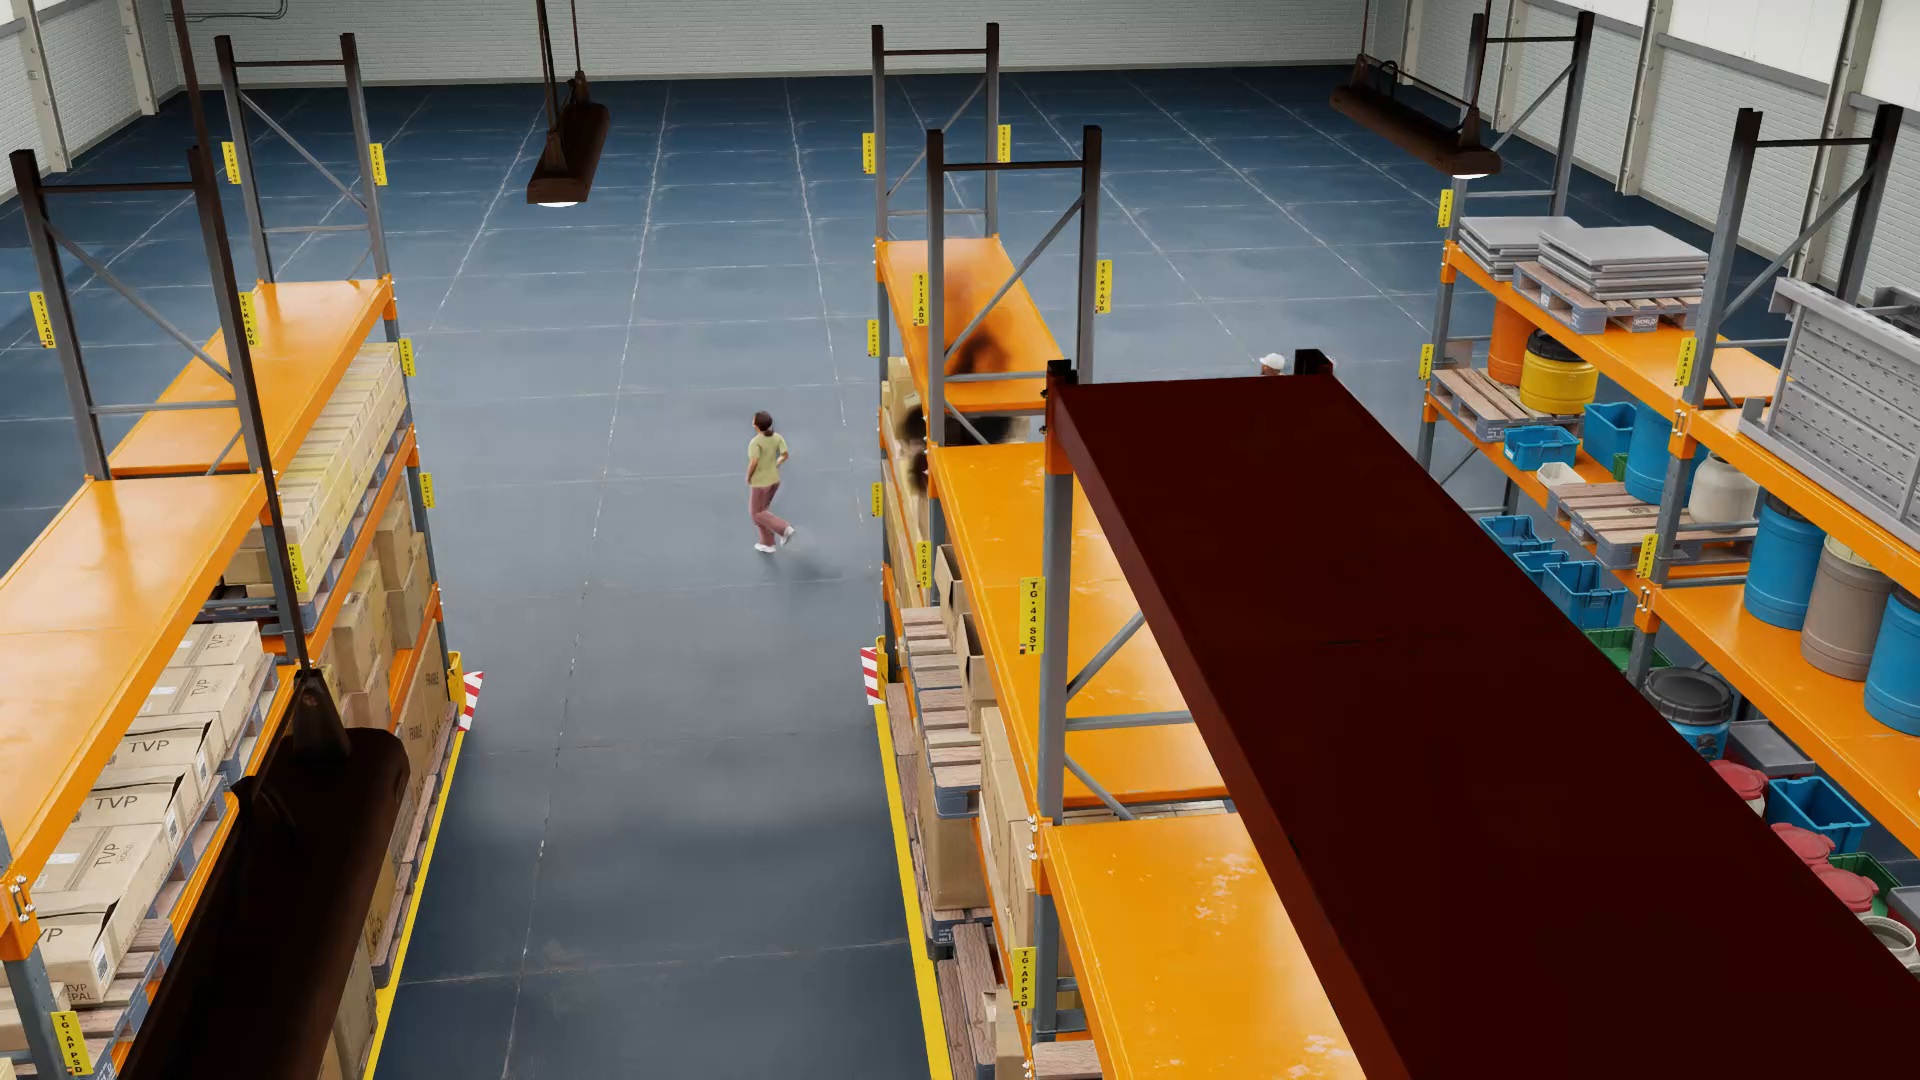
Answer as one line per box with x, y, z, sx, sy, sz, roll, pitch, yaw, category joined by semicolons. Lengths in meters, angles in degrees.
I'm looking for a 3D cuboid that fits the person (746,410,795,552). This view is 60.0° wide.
-2.022;-0.496;17.871;0.642;1.487;0.577;19;32;35;person

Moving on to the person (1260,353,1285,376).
3.517;-1.330;19.252;0.688;1.759;0.675;4;26;8;person
